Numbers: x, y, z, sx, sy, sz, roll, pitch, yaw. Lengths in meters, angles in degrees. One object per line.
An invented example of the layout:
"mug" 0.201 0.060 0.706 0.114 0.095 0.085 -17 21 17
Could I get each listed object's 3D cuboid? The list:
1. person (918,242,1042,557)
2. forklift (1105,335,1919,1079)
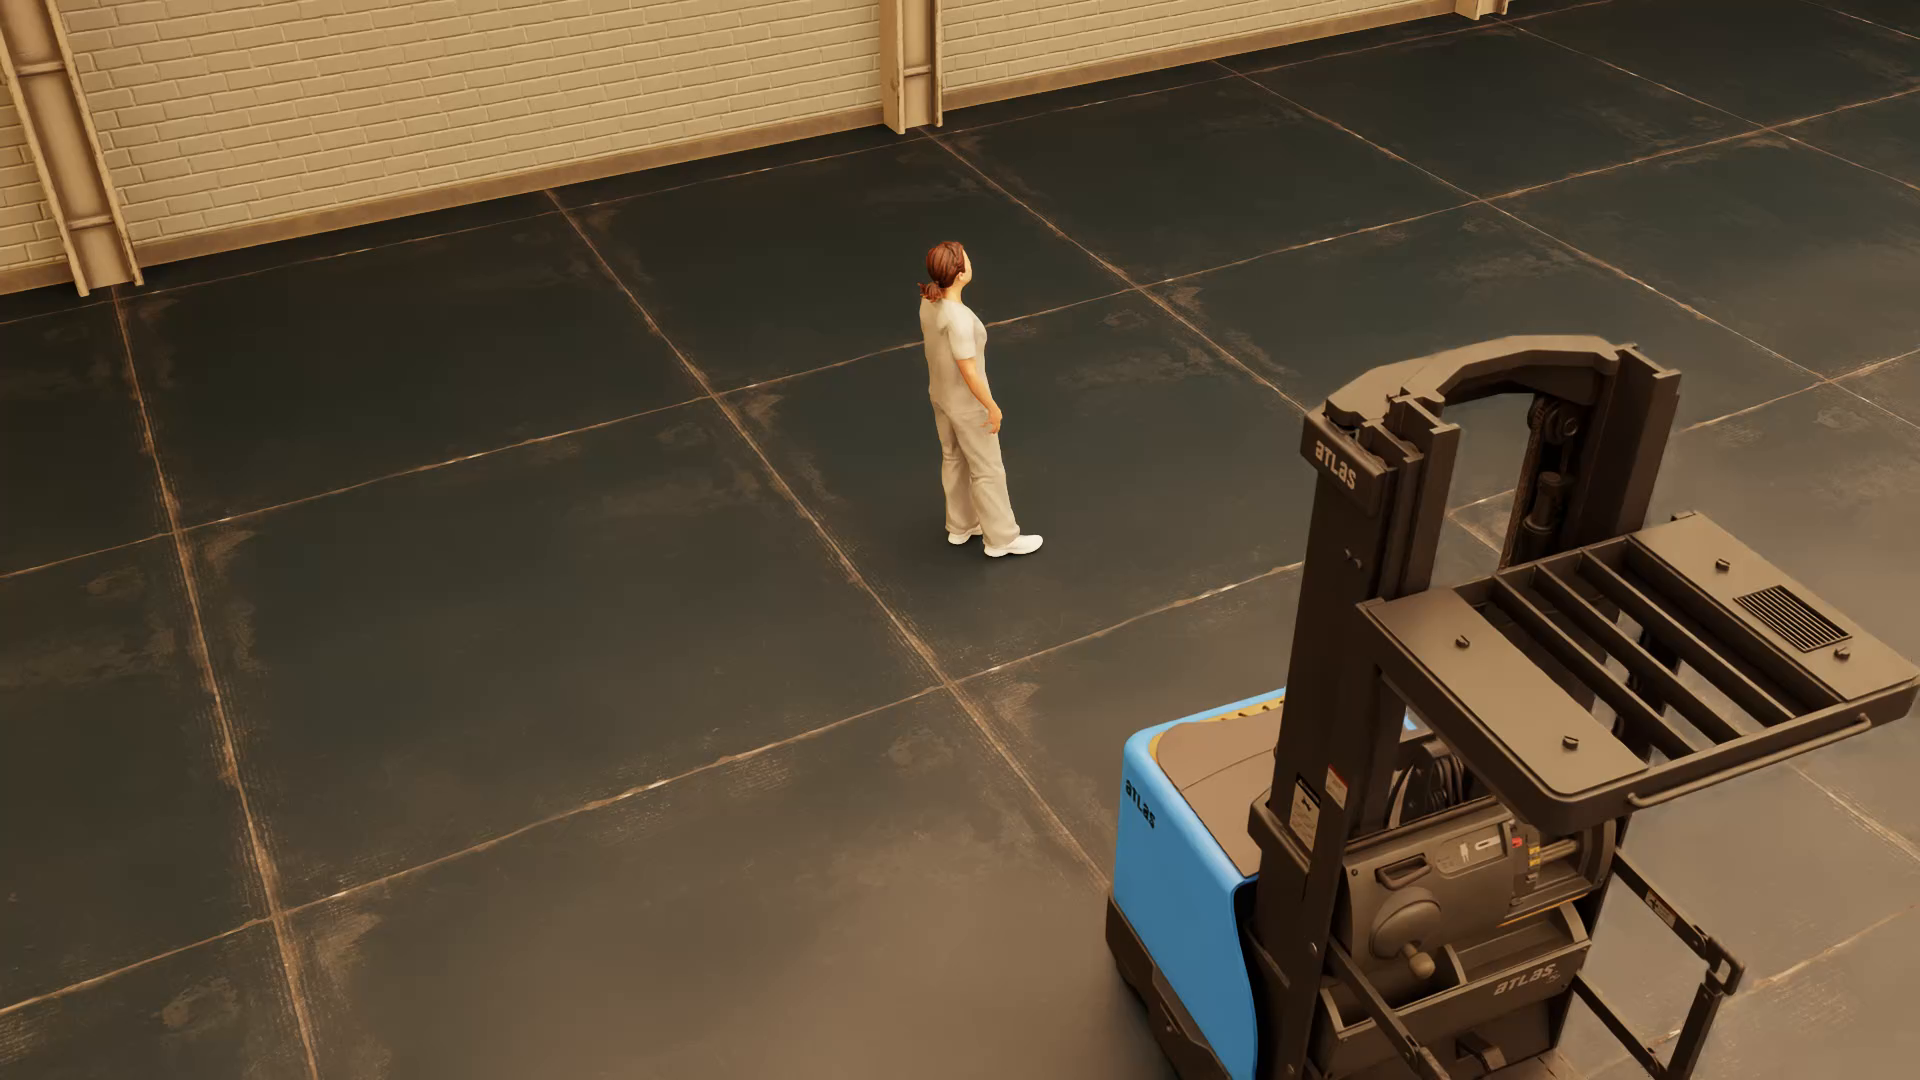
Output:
"person" 0.072 -0.703 8.193 0.548 1.673 0.549 -17 39 -23
"forklift" 1.598 1.038 4.655 1.130 2.935 3.031 -14 38 -19
